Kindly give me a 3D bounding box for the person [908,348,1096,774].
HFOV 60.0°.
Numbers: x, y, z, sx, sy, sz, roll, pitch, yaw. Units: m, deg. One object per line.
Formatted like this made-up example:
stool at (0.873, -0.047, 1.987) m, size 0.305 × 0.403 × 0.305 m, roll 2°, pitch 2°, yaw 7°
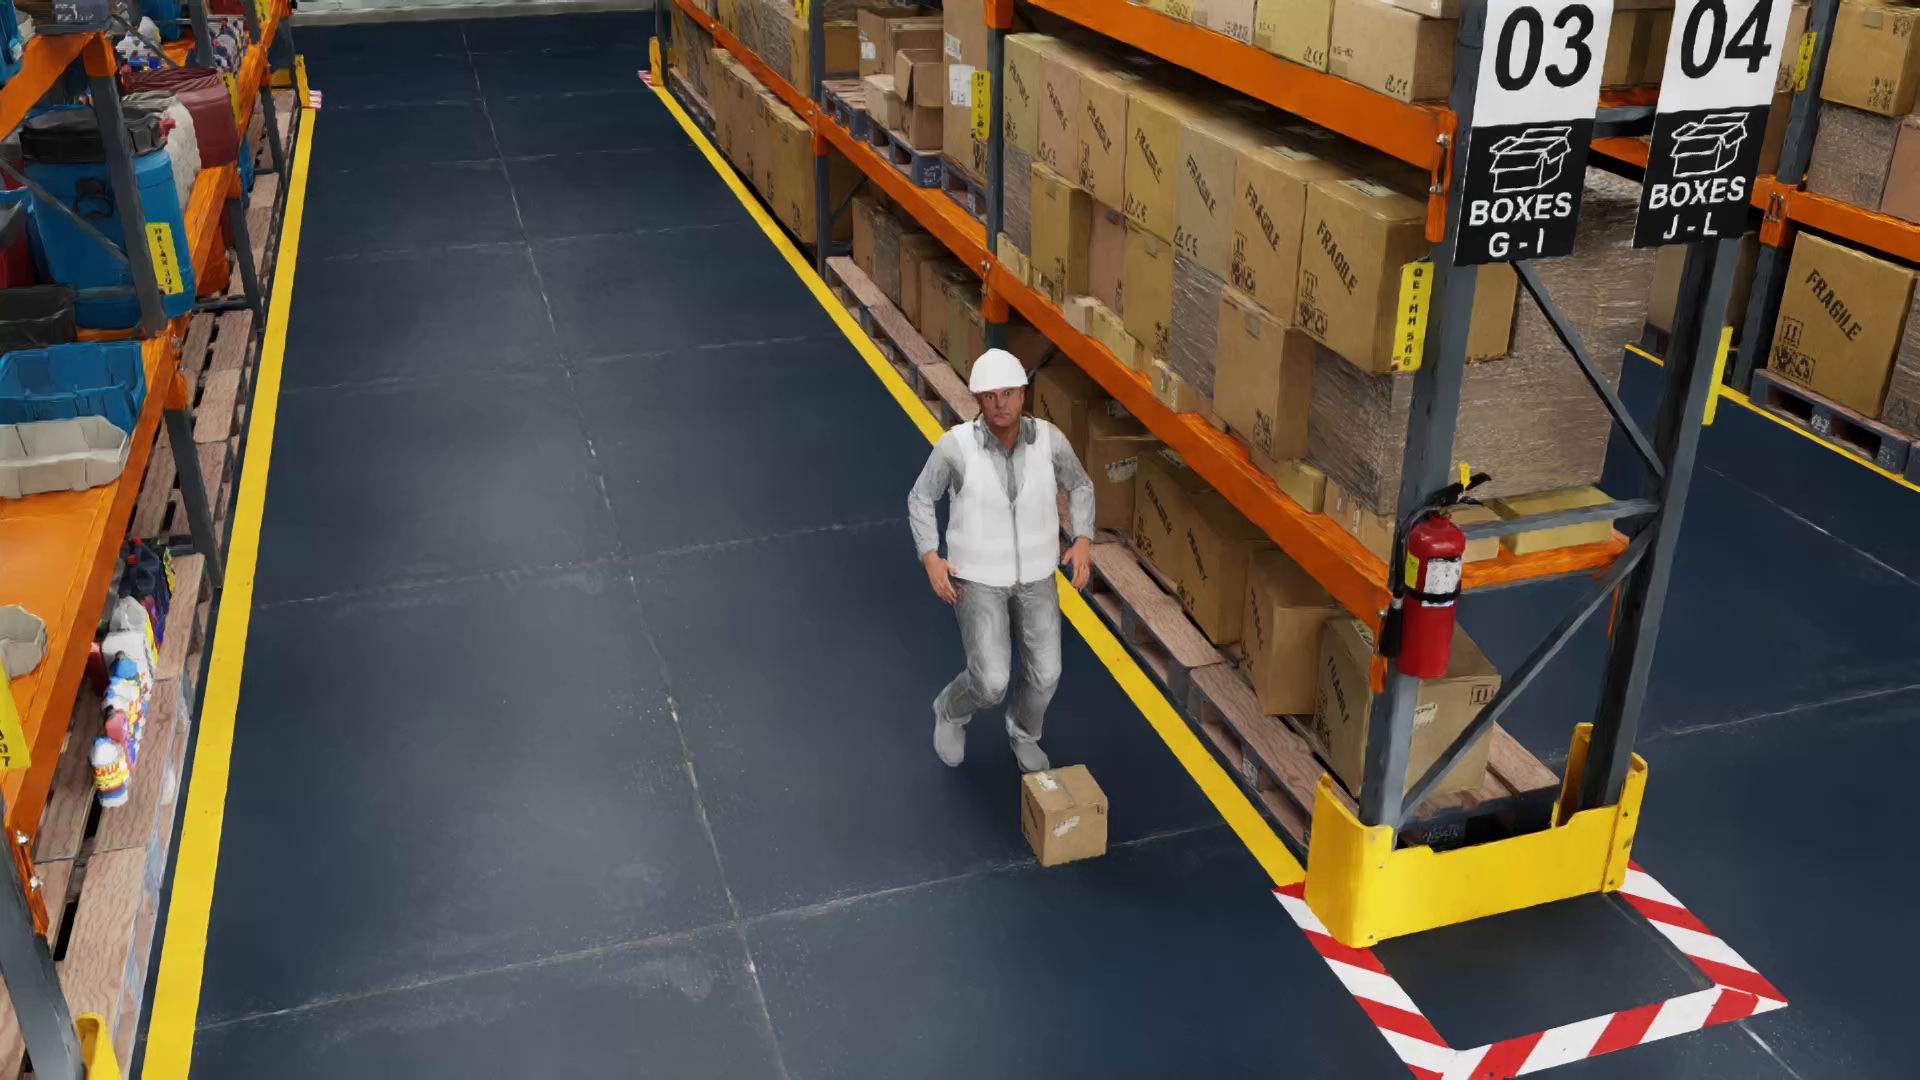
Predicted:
person at (0.199, 0.124, 6.359) m, size 0.716 × 1.738 × 0.503 m, roll -9°, pitch 27°, yaw -17°
